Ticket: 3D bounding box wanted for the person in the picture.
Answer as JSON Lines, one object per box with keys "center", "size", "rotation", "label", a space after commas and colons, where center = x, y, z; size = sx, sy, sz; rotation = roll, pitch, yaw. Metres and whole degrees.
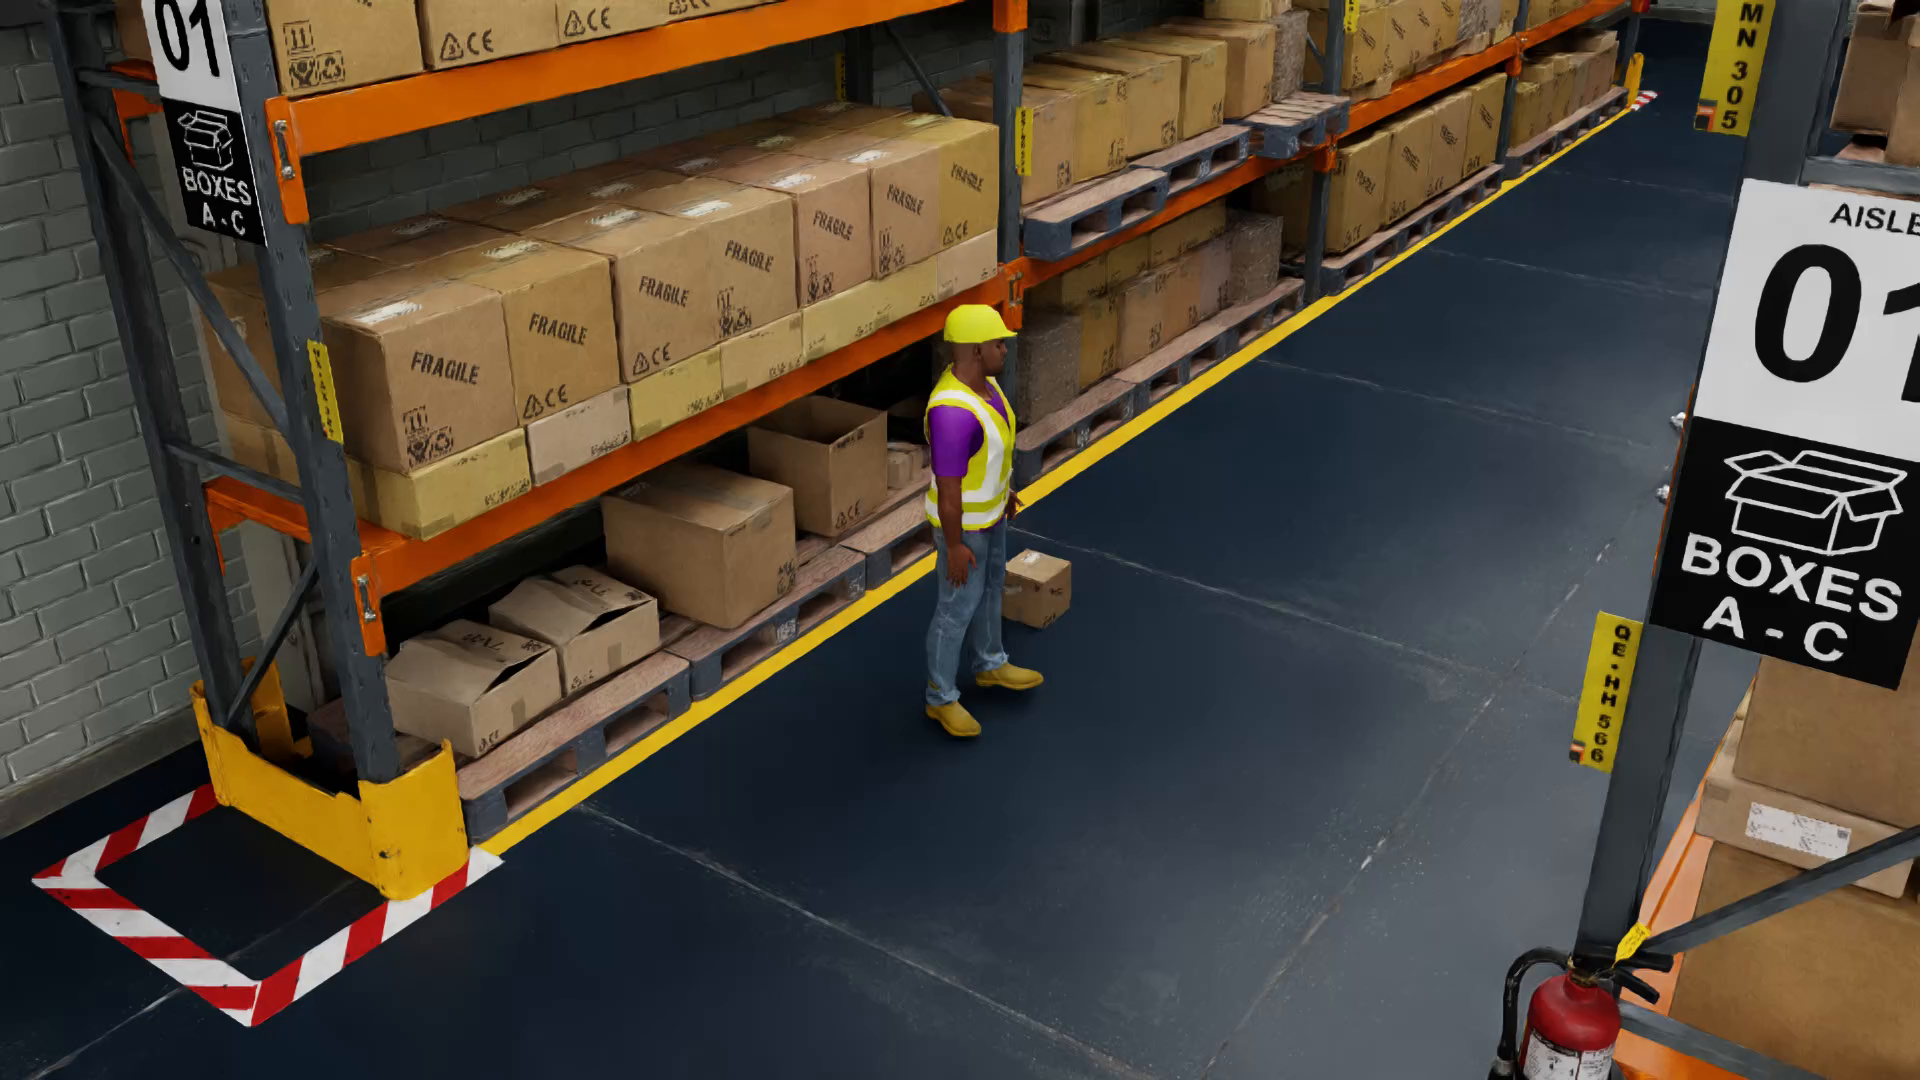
{"center": [0.099, -0.098, 6.718], "size": [0.470, 1.770, 0.639], "rotation": [7, 28, 13], "label": "person"}
